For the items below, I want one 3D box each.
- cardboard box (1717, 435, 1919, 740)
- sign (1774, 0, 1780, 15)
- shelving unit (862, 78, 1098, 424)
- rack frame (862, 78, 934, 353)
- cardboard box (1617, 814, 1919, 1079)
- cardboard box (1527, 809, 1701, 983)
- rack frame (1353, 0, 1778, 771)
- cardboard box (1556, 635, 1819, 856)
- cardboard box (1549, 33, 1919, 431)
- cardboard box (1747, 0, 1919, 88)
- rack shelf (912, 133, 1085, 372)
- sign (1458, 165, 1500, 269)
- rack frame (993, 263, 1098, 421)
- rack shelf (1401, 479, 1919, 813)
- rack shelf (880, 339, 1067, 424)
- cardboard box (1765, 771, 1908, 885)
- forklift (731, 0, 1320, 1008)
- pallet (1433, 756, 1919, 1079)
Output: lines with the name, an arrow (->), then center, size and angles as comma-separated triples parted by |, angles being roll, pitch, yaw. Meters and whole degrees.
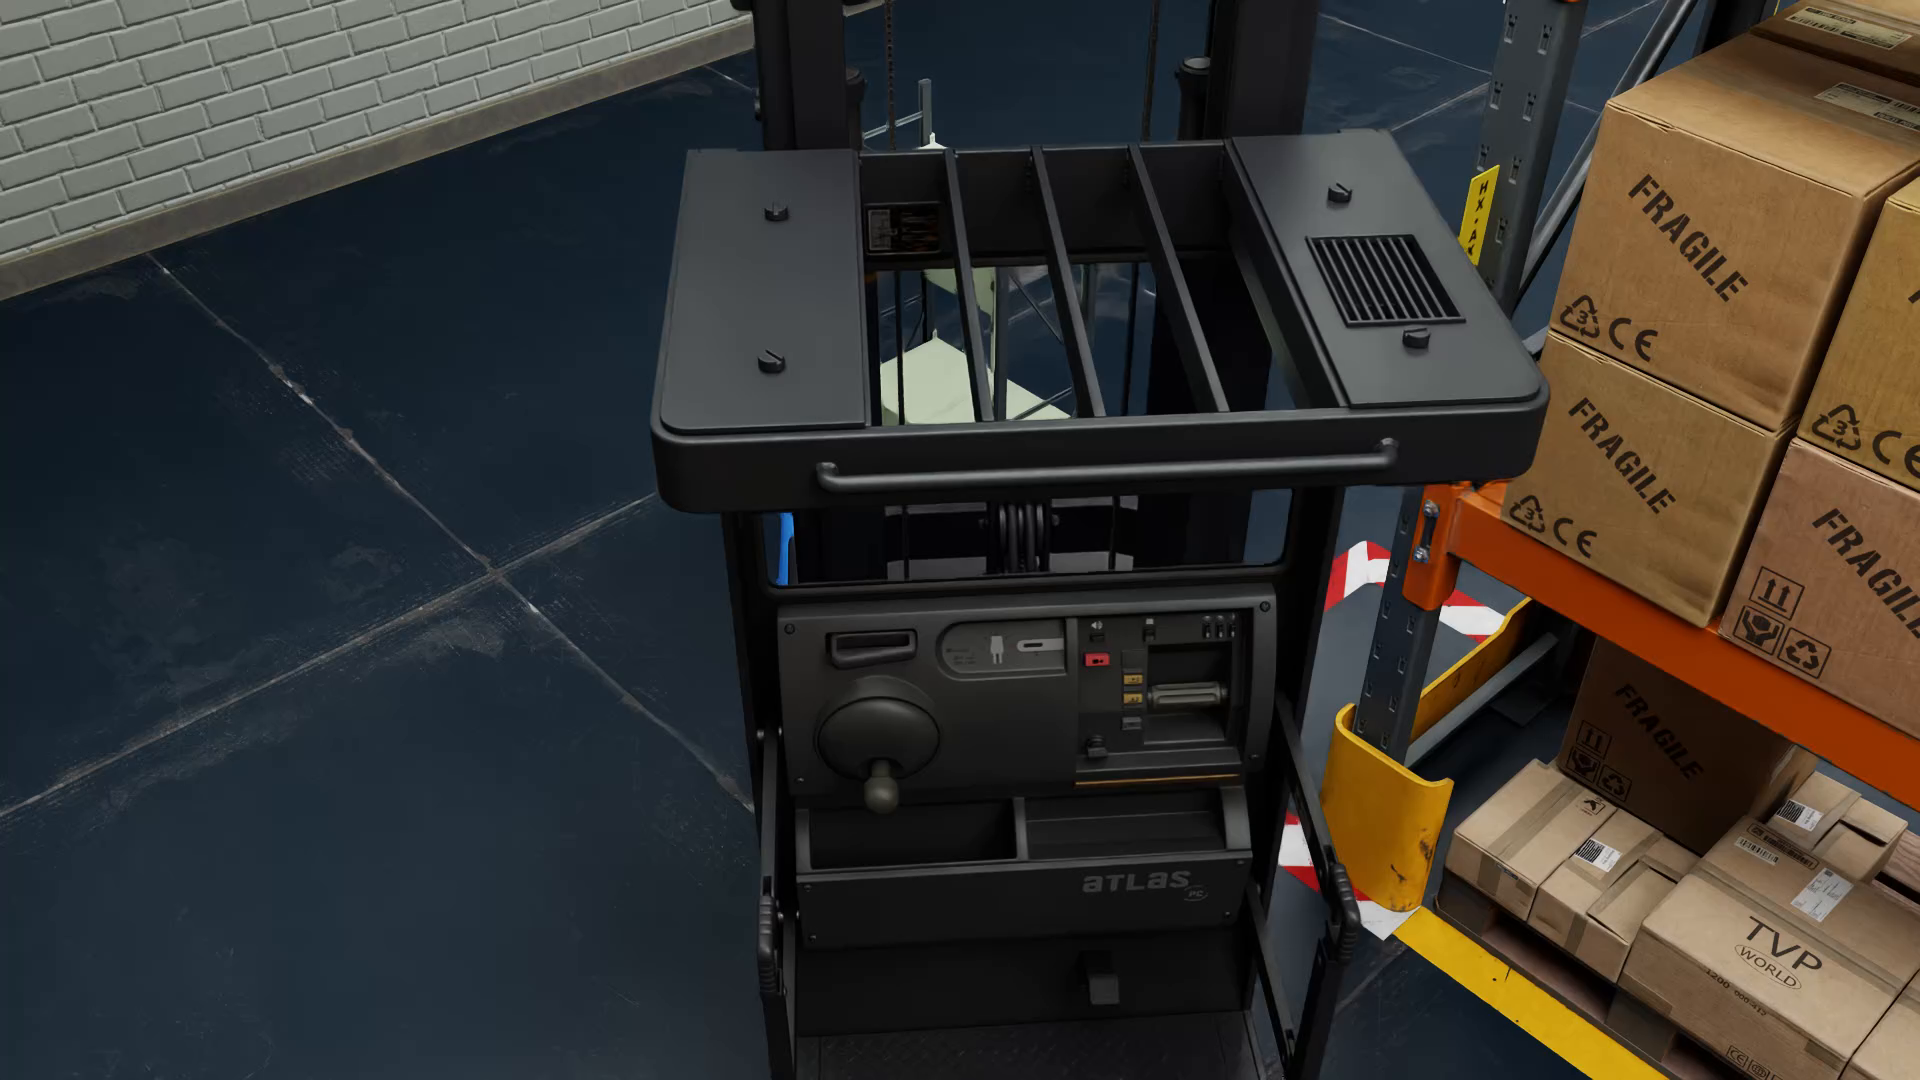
cardboard box -> 1.912, 0.011, 3.270 | 0.500, 0.500, 0.500 | -30, 48, -32
sign -> 1.876, -1.304, 3.804 | 0.100, 0.325, 0.005 | -30, 48, -32
shelving unit -> 0.005, -0.580, 5.275 | 0.431, 1.500, 0.755 | -30, 48, -32
rack frame -> -0.243, -0.750, 5.485 | 0.400, 1.500, 0.023 | -30, 48, -32
cardboard box -> 1.950, 0.998, 3.965 | 0.500, 0.250, 0.500 | -30, 48, -32
cardboard box -> 1.653, 0.883, 4.175 | 0.380, 0.166, 0.250 | -30, 48, -32
rack frame -> 1.453, -0.504, 3.987 | 1.000, 3.000, 0.127 | -30, 48, -32
cardboard box -> 2.003, 0.444, 4.452 | 0.500, 0.500, 0.500 | -30, 48, -32
cardboard box -> 1.559, -0.615, 3.248 | 0.500, 0.500, 0.500 | -28, 47, -31
cardboard box -> 1.957, -0.843, 3.531 | 0.500, 0.500, 0.500 | -30, 48, -32
rack shelf -> 0.005, -0.884, 5.030 | 0.431, 0.370, 0.720 | -30, 48, -32
sign -> 1.054, -0.610, 3.429 | 0.100, 0.325, 0.005 | -30, 48, -32
rack frame -> 0.252, -0.411, 5.065 | 0.400, 1.500, 0.023 | -30, 48, -32
rack shelf -> 2.806, 0.701, 3.067 | 1.077, 0.370, 4.000 | -30, 48, -32
rack shelf -> 0.005, -0.403, 5.418 | 0.368, 0.124, 0.686 | -30, 48, -32
cardboard box -> 2.210, 0.800, 4.277 | 0.380, 0.166, 0.250 | -30, 48, -32
forklift -> 0.147, 0.374, 2.955 | 1.130, 2.935, 3.031 | -3, 39, -3
pallet -> 2.045, 0.985, 4.363 | 1.003, 0.211, 1.213 | -30, 48, -32
